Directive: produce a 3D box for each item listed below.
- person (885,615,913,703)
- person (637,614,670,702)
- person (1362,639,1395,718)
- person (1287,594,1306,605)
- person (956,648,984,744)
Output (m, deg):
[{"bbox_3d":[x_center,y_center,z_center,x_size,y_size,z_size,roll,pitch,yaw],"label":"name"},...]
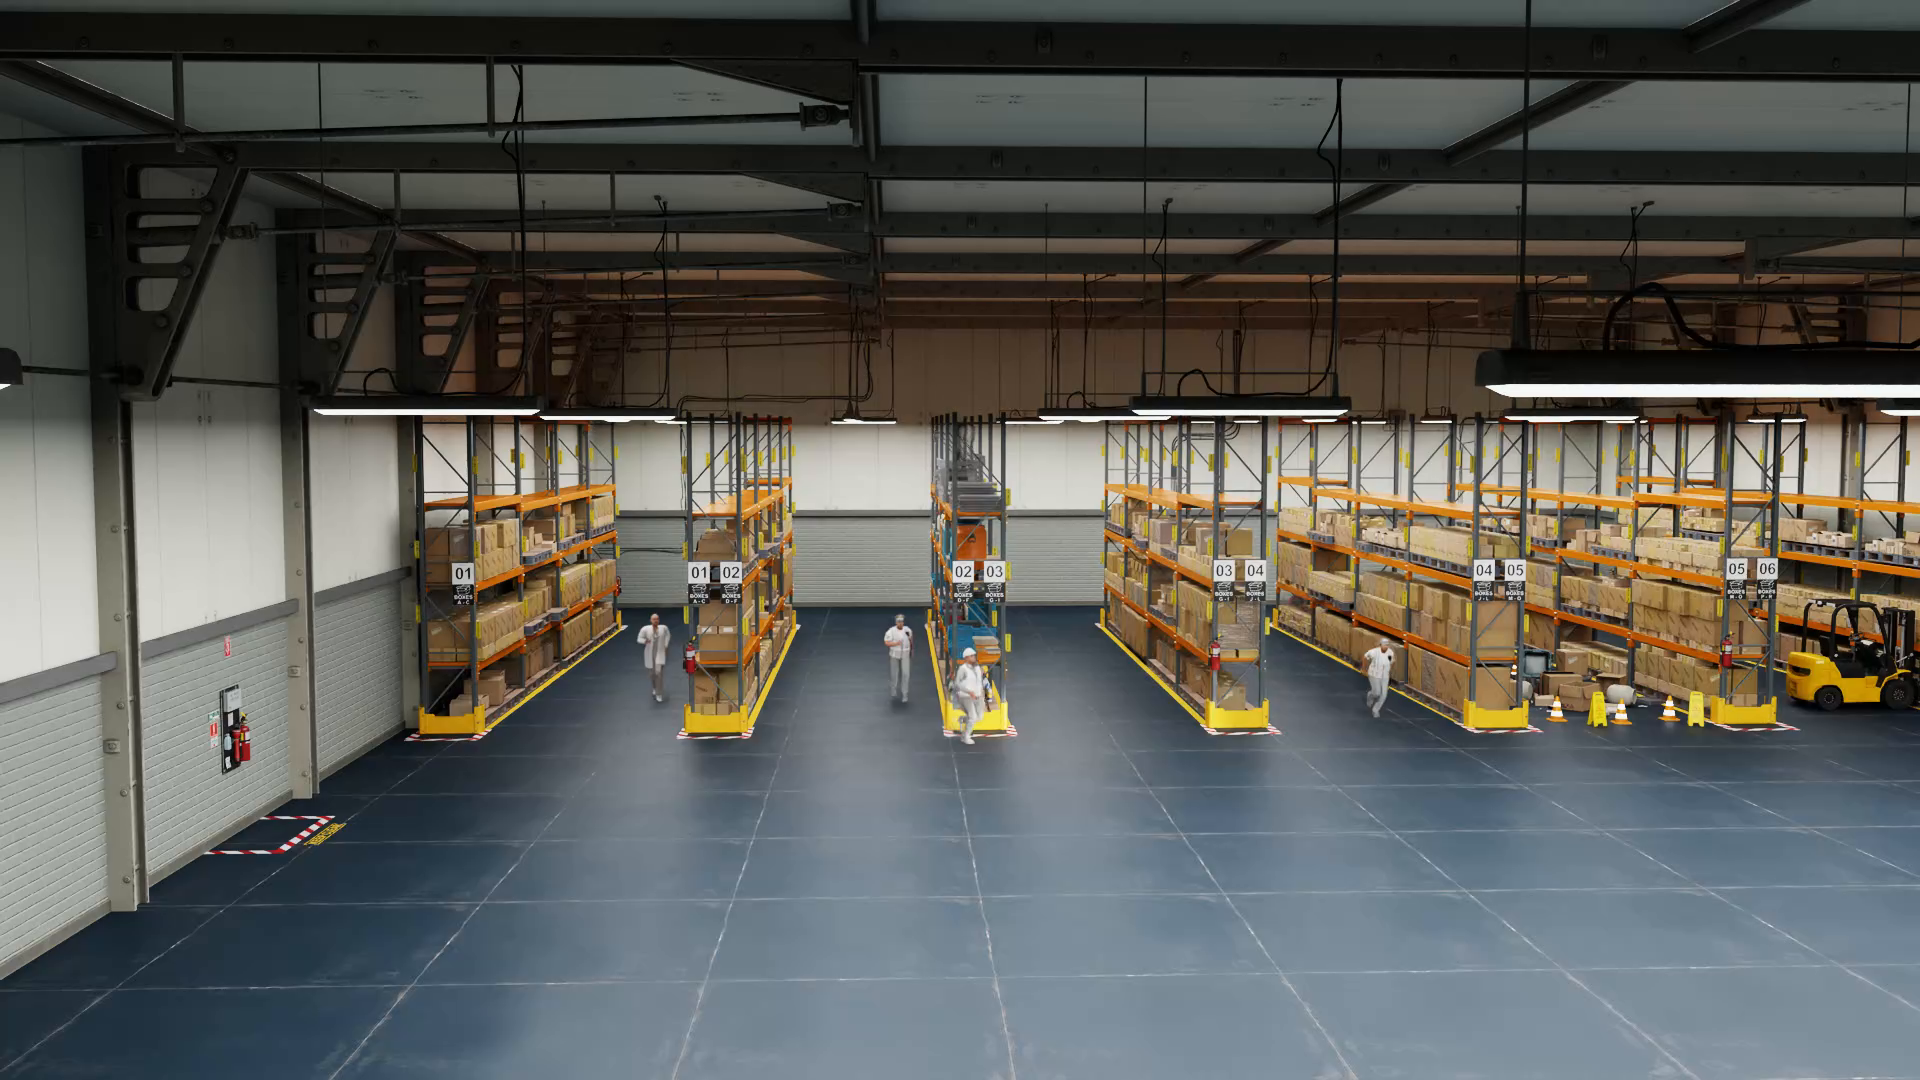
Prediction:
[{"bbox_3d":[-1.278,2.451,34.863,0.637,1.817,0.915,-1,4,-11],"label":"person"},{"bbox_3d":[-6.435,2.471,34.934,0.668,1.855,0.861,-1,4,-8],"label":"person"},{"bbox_3d":[8.275,2.715,32.805,0.595,1.598,0.696,-1,4,-13],"label":"person"},{"bbox_3d":[9.958,1.582,48.844,0.718,1.686,0.644,2,4,24],"label":"person"},{"bbox_3d":[0.170,2.817,30.138,0.648,1.741,0.685,4,5,43],"label":"person"}]
